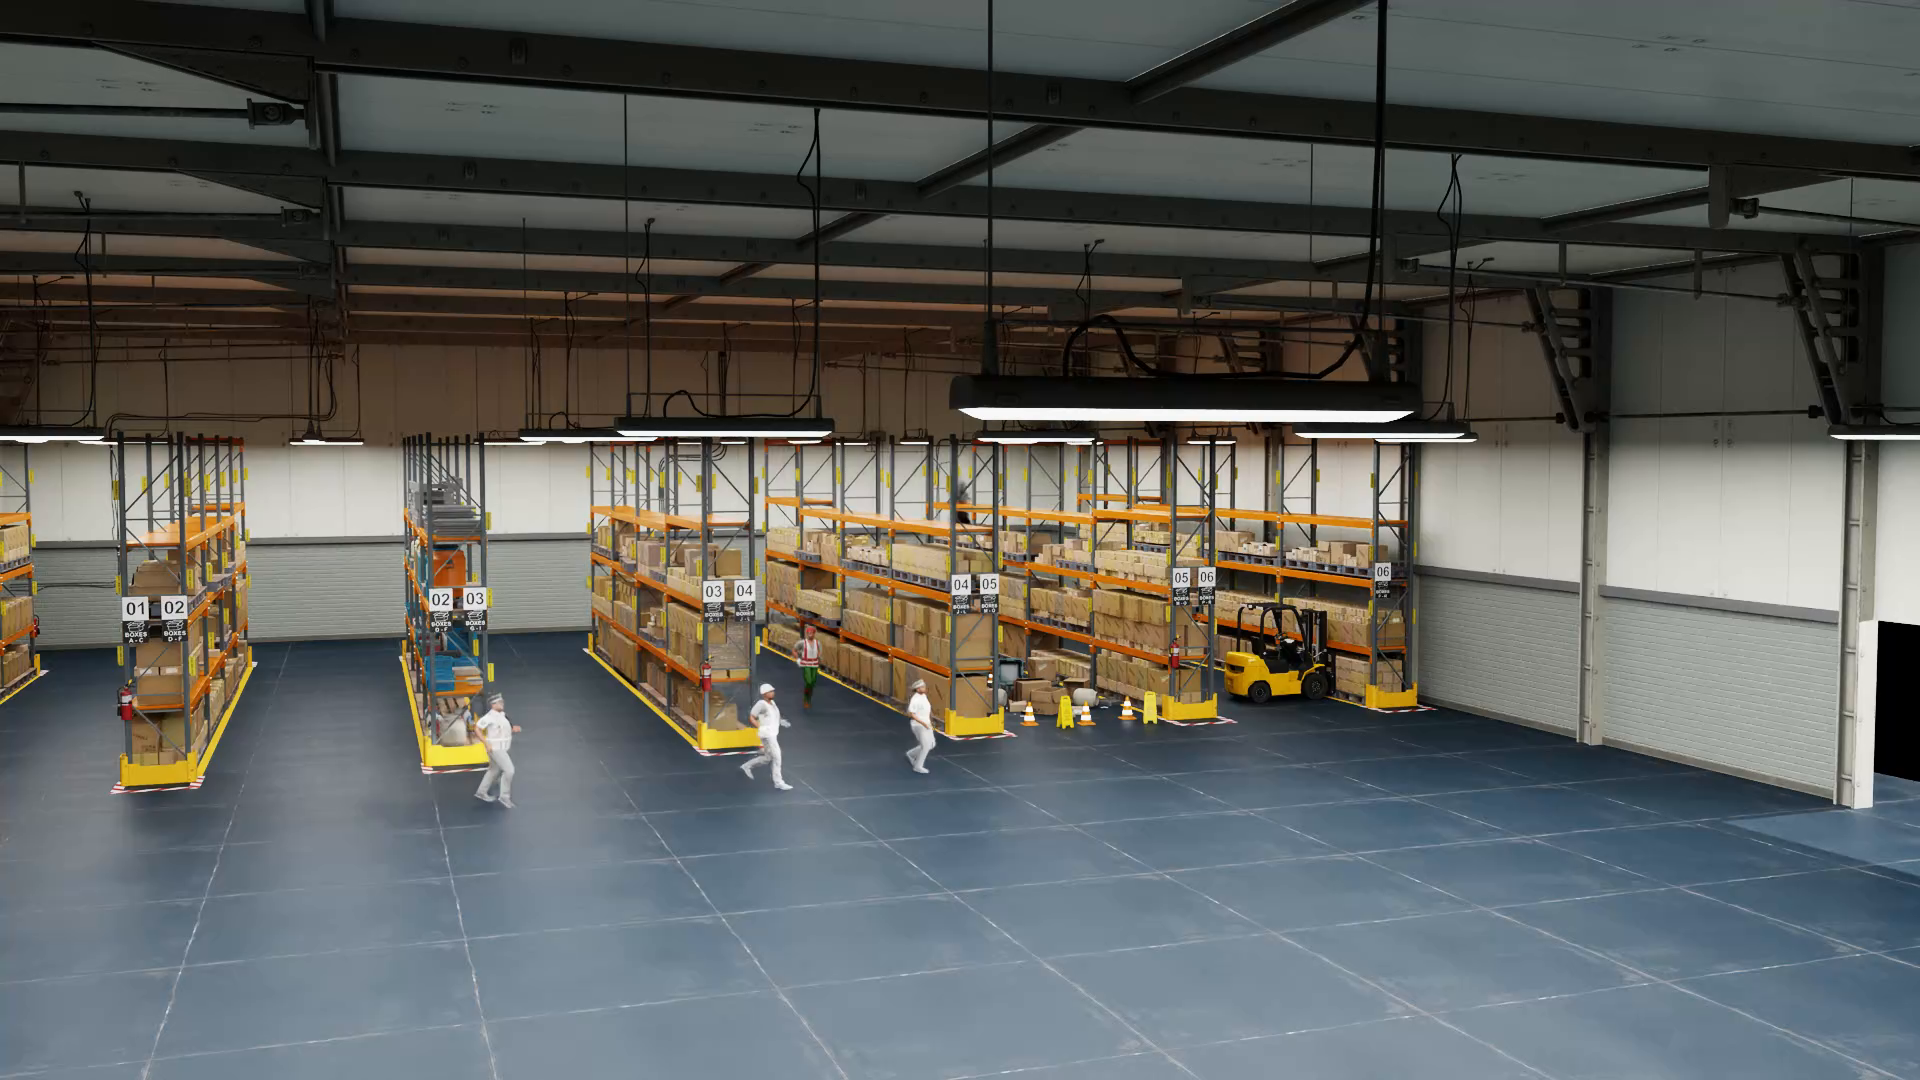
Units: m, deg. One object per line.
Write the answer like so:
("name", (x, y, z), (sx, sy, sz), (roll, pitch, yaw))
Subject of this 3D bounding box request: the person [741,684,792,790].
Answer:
("person", (-3.258, 3.297, 27.913), (0.912, 1.779, 0.682), (0, 3, 9))

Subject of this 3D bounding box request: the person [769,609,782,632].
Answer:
("person", (-5.474, 2.157, 49.758), (0.686, 1.650, 0.701), (-1, 3, -12))

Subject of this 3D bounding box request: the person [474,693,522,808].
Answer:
("person", (-7.385, 3.371, 26.554), (0.783, 1.853, 0.632), (0, 3, 0))

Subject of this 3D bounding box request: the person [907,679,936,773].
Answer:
("person", (-0.710, 3.272, 29.370), (0.517, 1.669, 0.579), (1, 3, 19))

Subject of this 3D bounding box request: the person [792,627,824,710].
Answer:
("person", (-3.290, 2.813, 36.522), (0.629, 1.801, 0.718), (-2, 4, -31))
